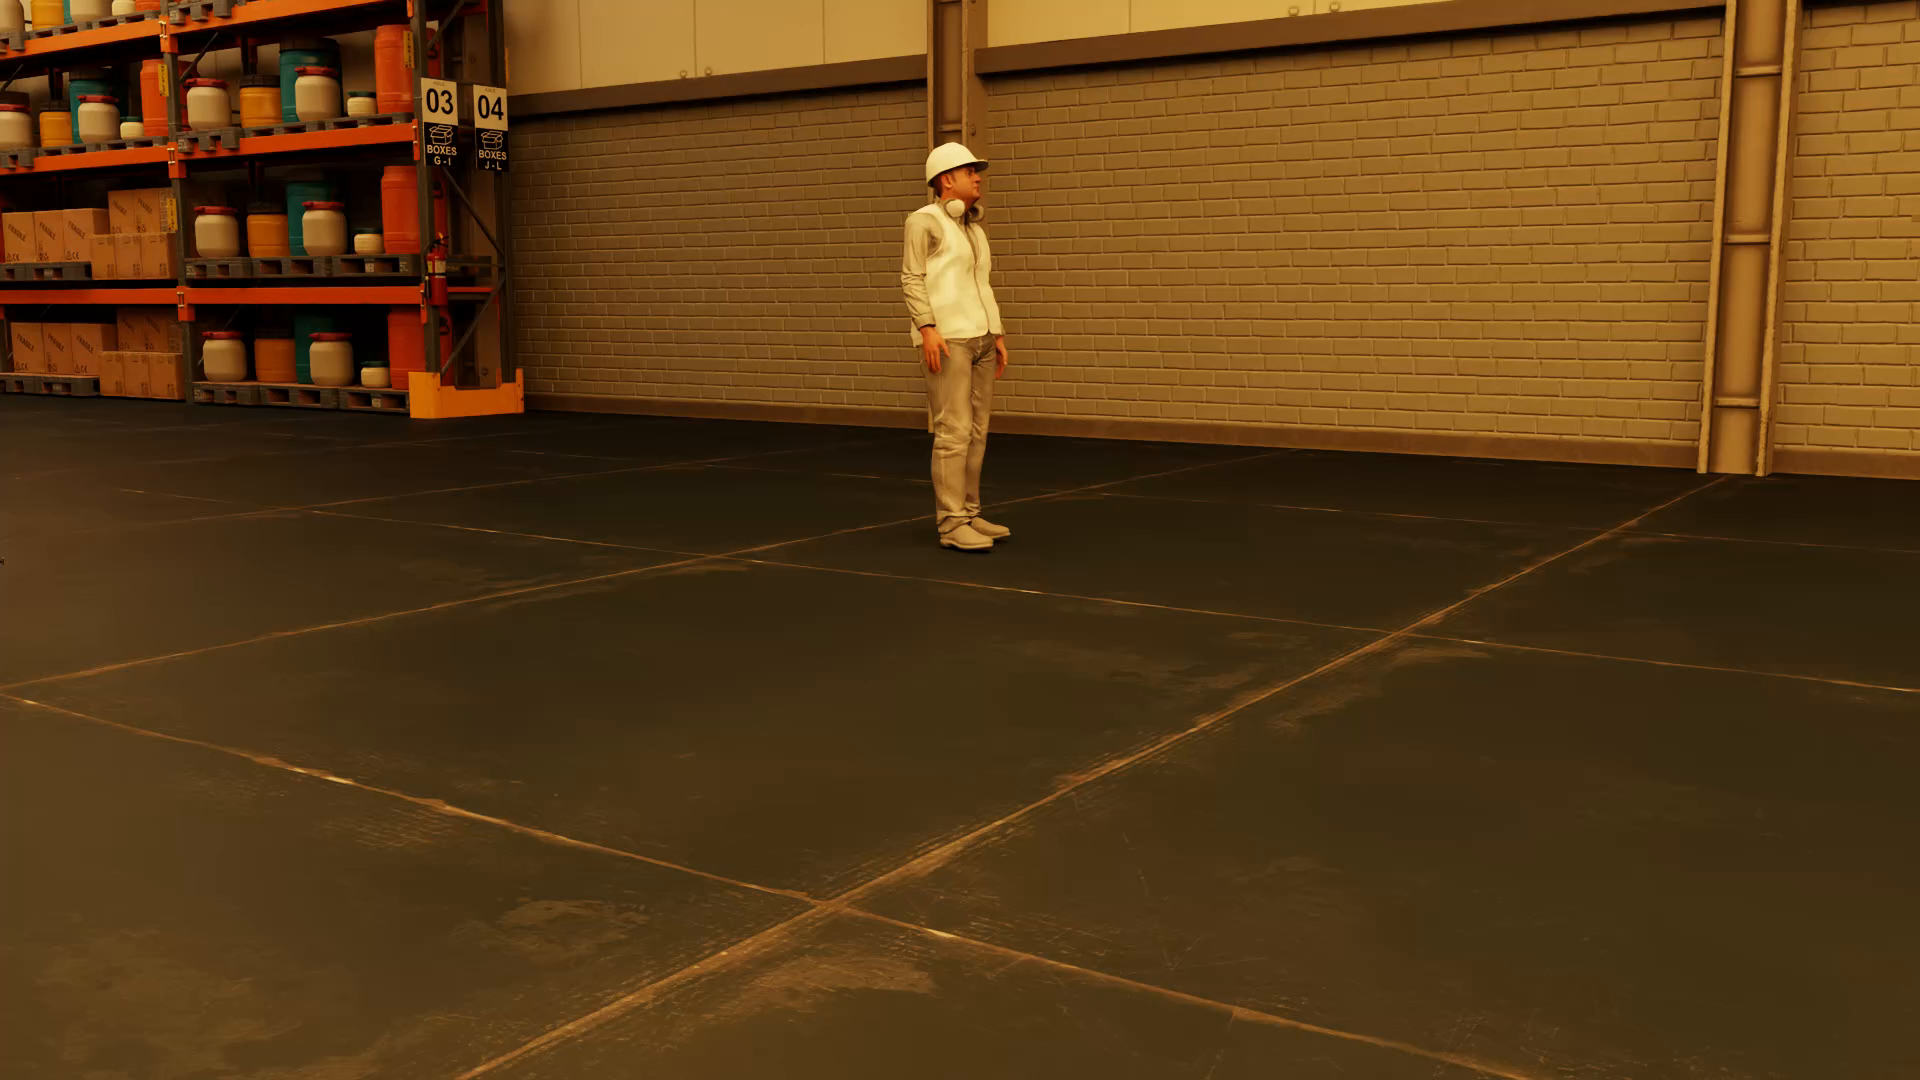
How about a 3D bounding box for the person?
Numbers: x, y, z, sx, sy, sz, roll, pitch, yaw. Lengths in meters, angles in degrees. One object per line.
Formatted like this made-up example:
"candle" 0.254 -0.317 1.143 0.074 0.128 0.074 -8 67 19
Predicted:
"person" 0.047 -0.880 7.437 0.568 1.773 0.632 5 10 34
